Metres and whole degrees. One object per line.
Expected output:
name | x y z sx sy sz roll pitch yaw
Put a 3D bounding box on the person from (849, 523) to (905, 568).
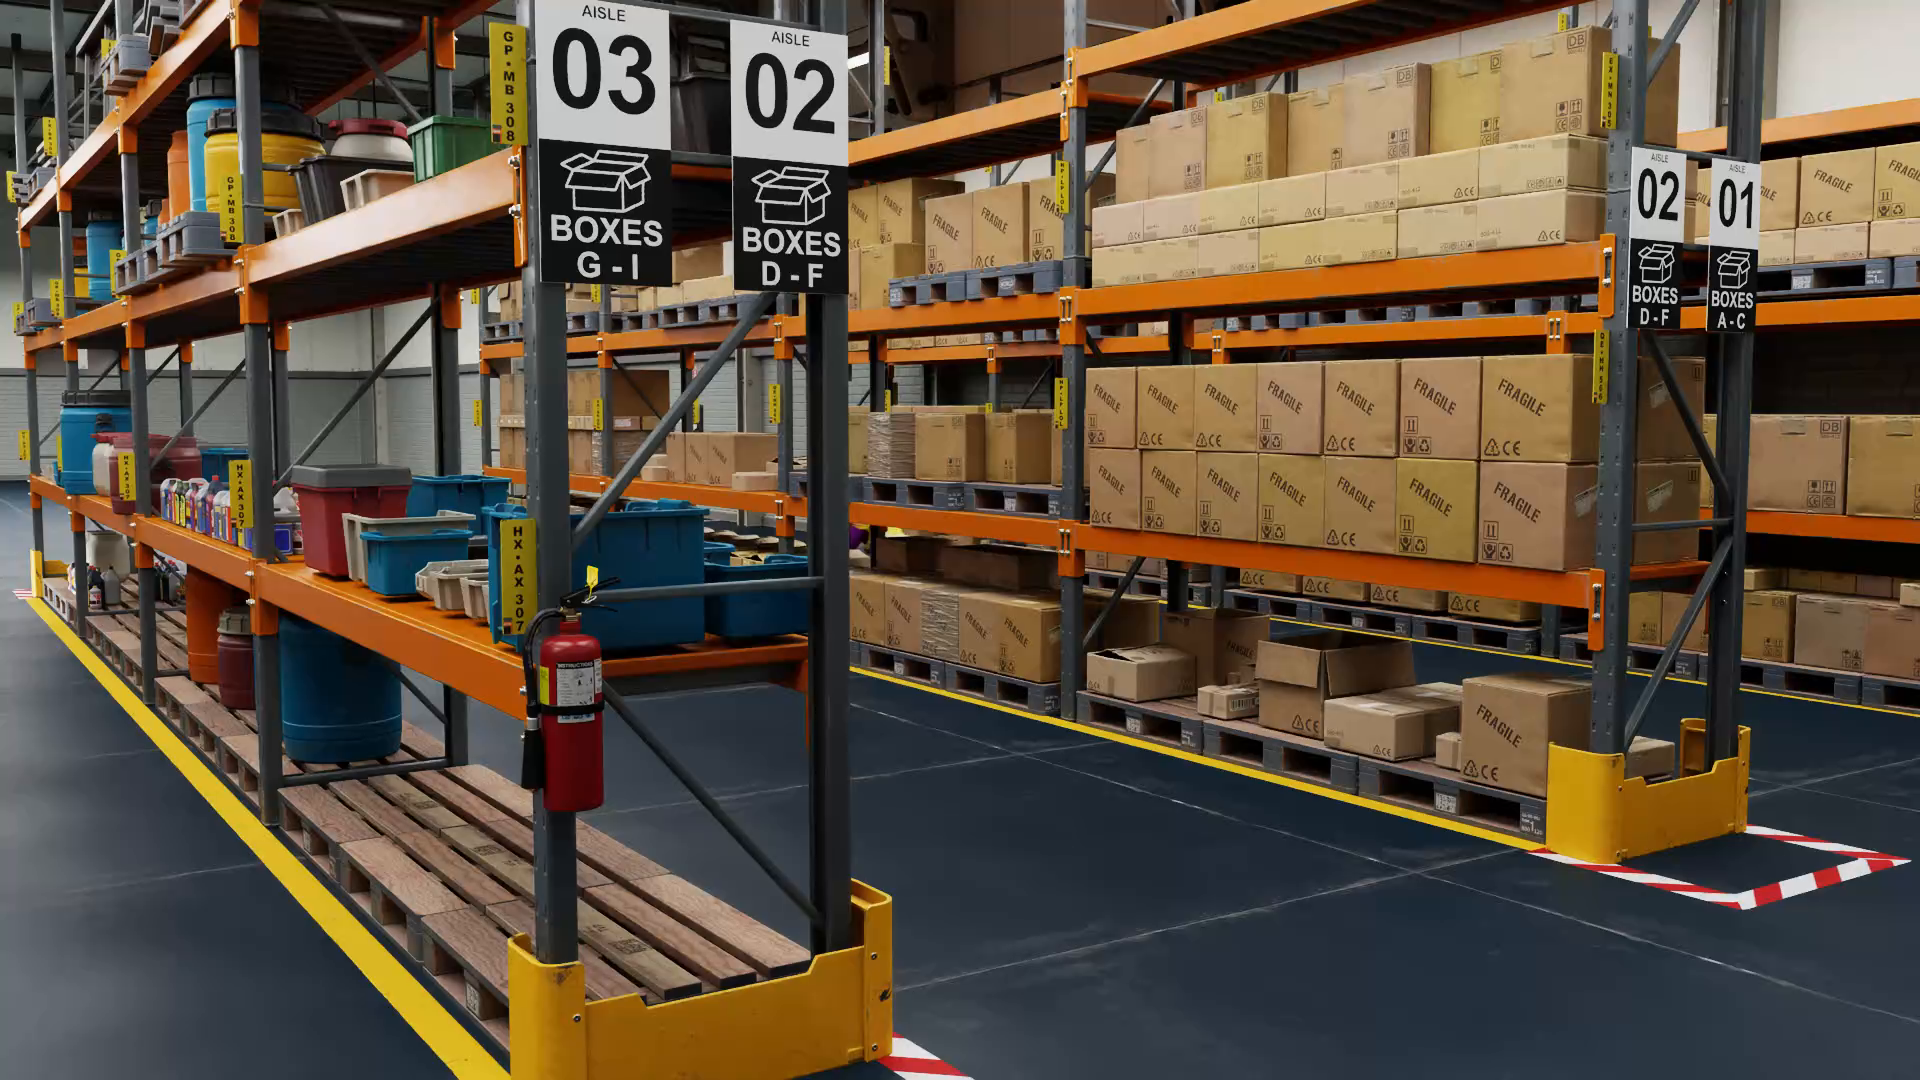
person | -0.830 0.203 16.715 0.593 1.039 0.884 -3 6 -34
